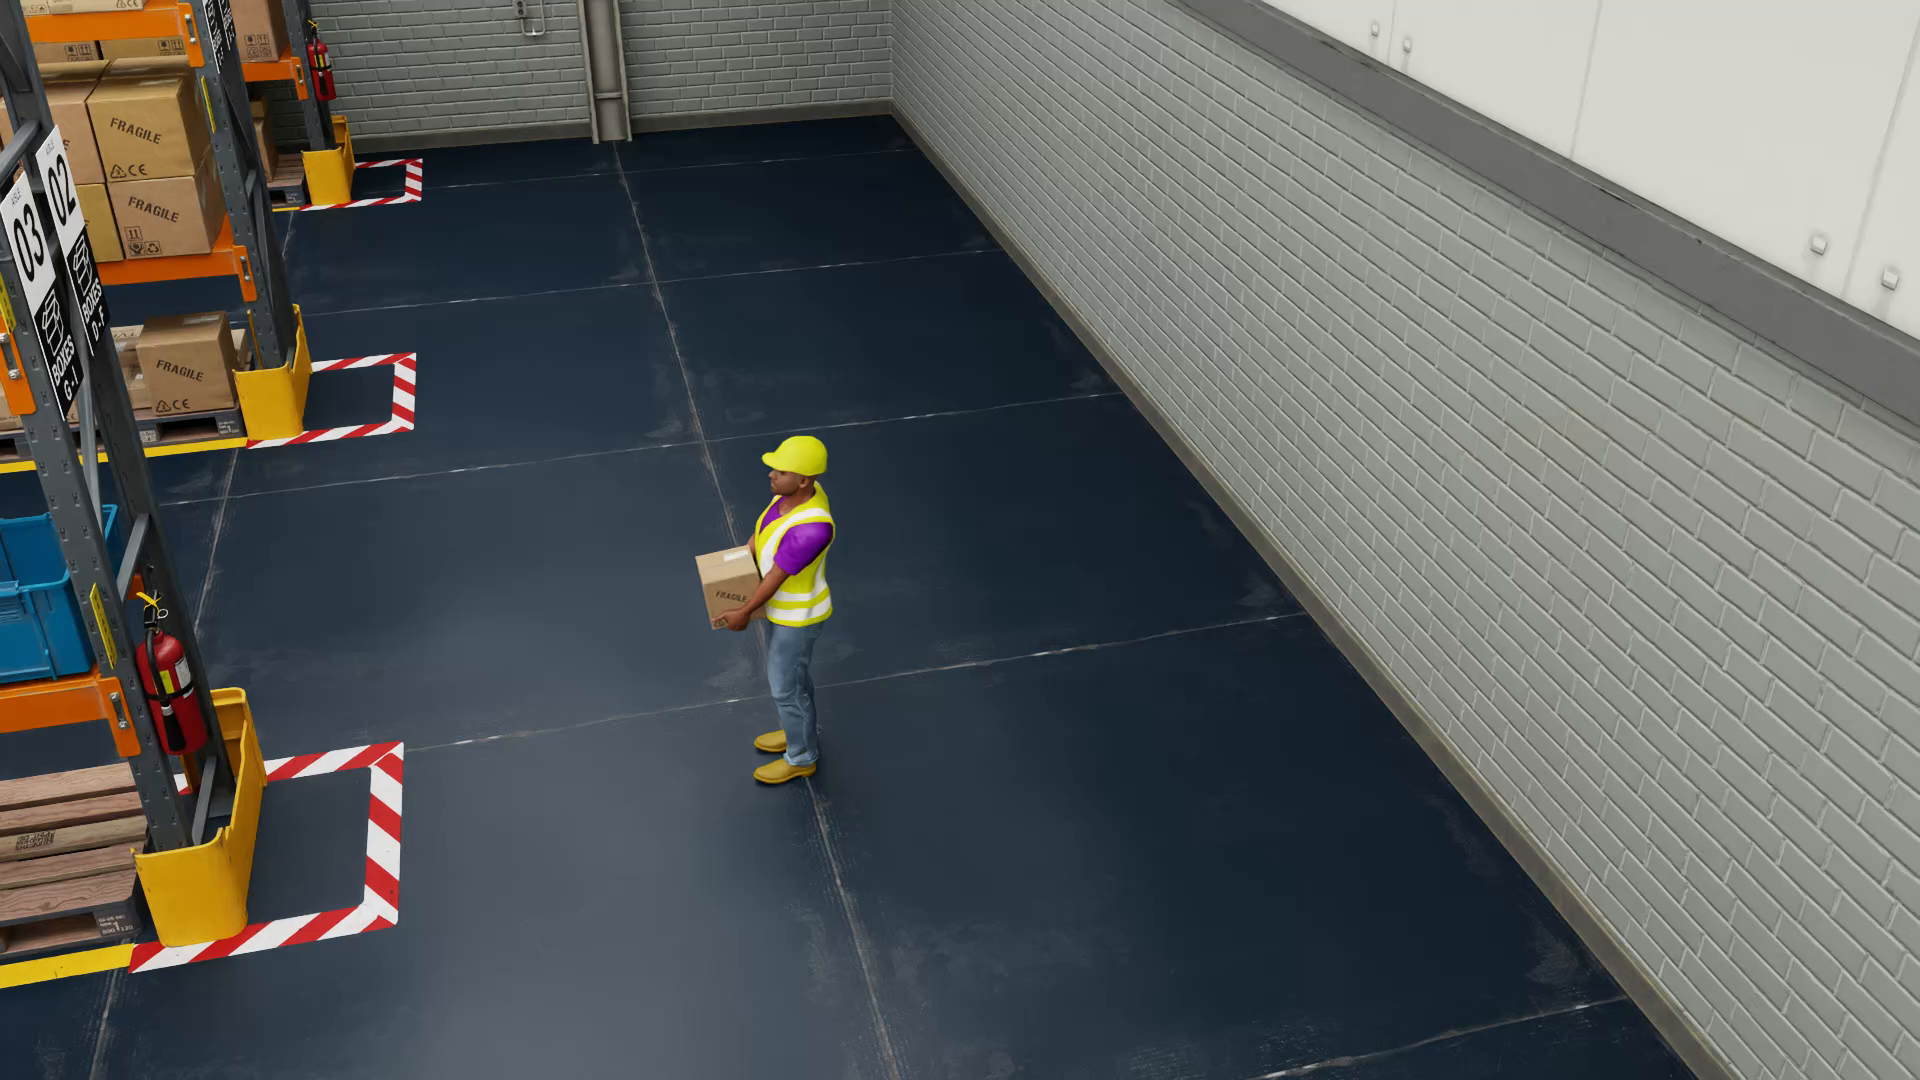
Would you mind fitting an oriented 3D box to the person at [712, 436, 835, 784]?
[{"bbox_3d":[-0.861,0.331,7.654,0.587,1.758,0.502,-8,31,-13],"label":"person"}]
